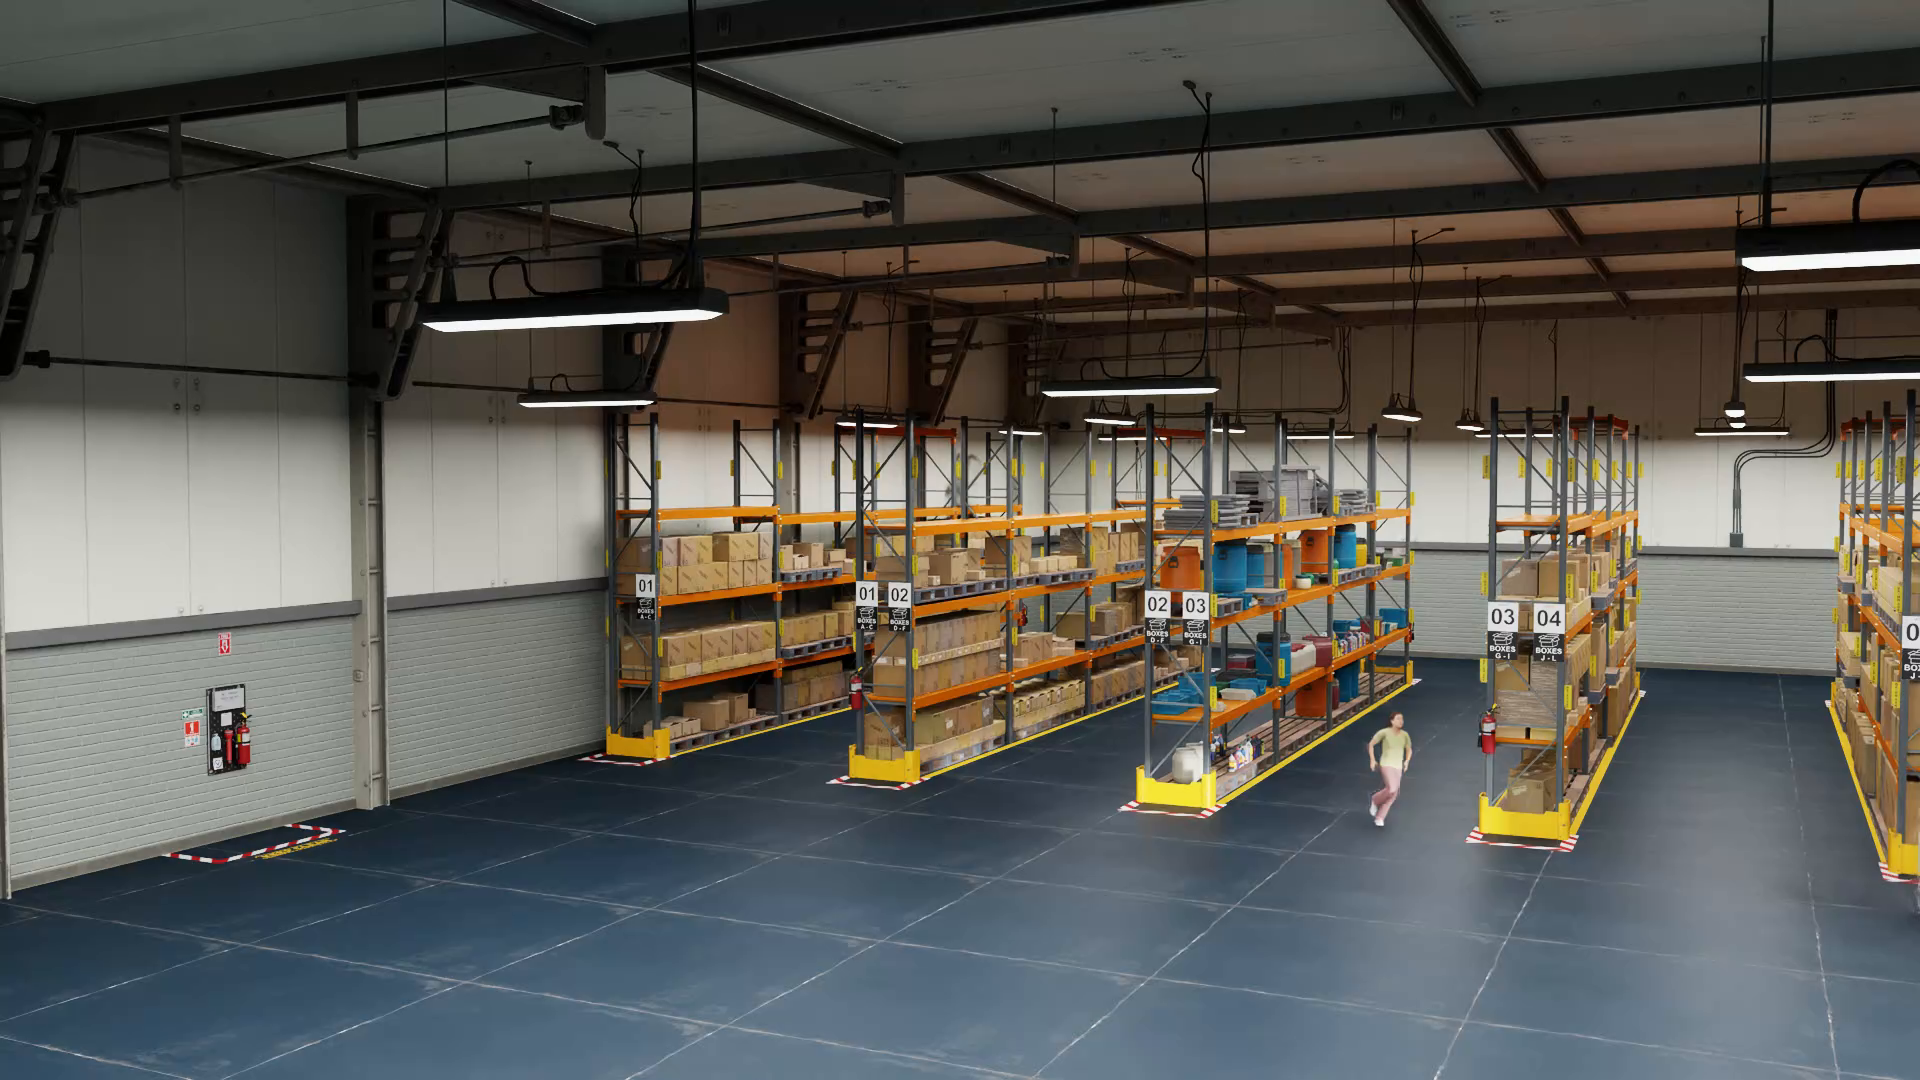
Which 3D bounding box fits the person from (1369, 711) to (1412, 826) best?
[{"bbox_3d":[6.111,3.213,23.404,0.613,1.596,0.517,-1,2,-12],"label":"person"}]
